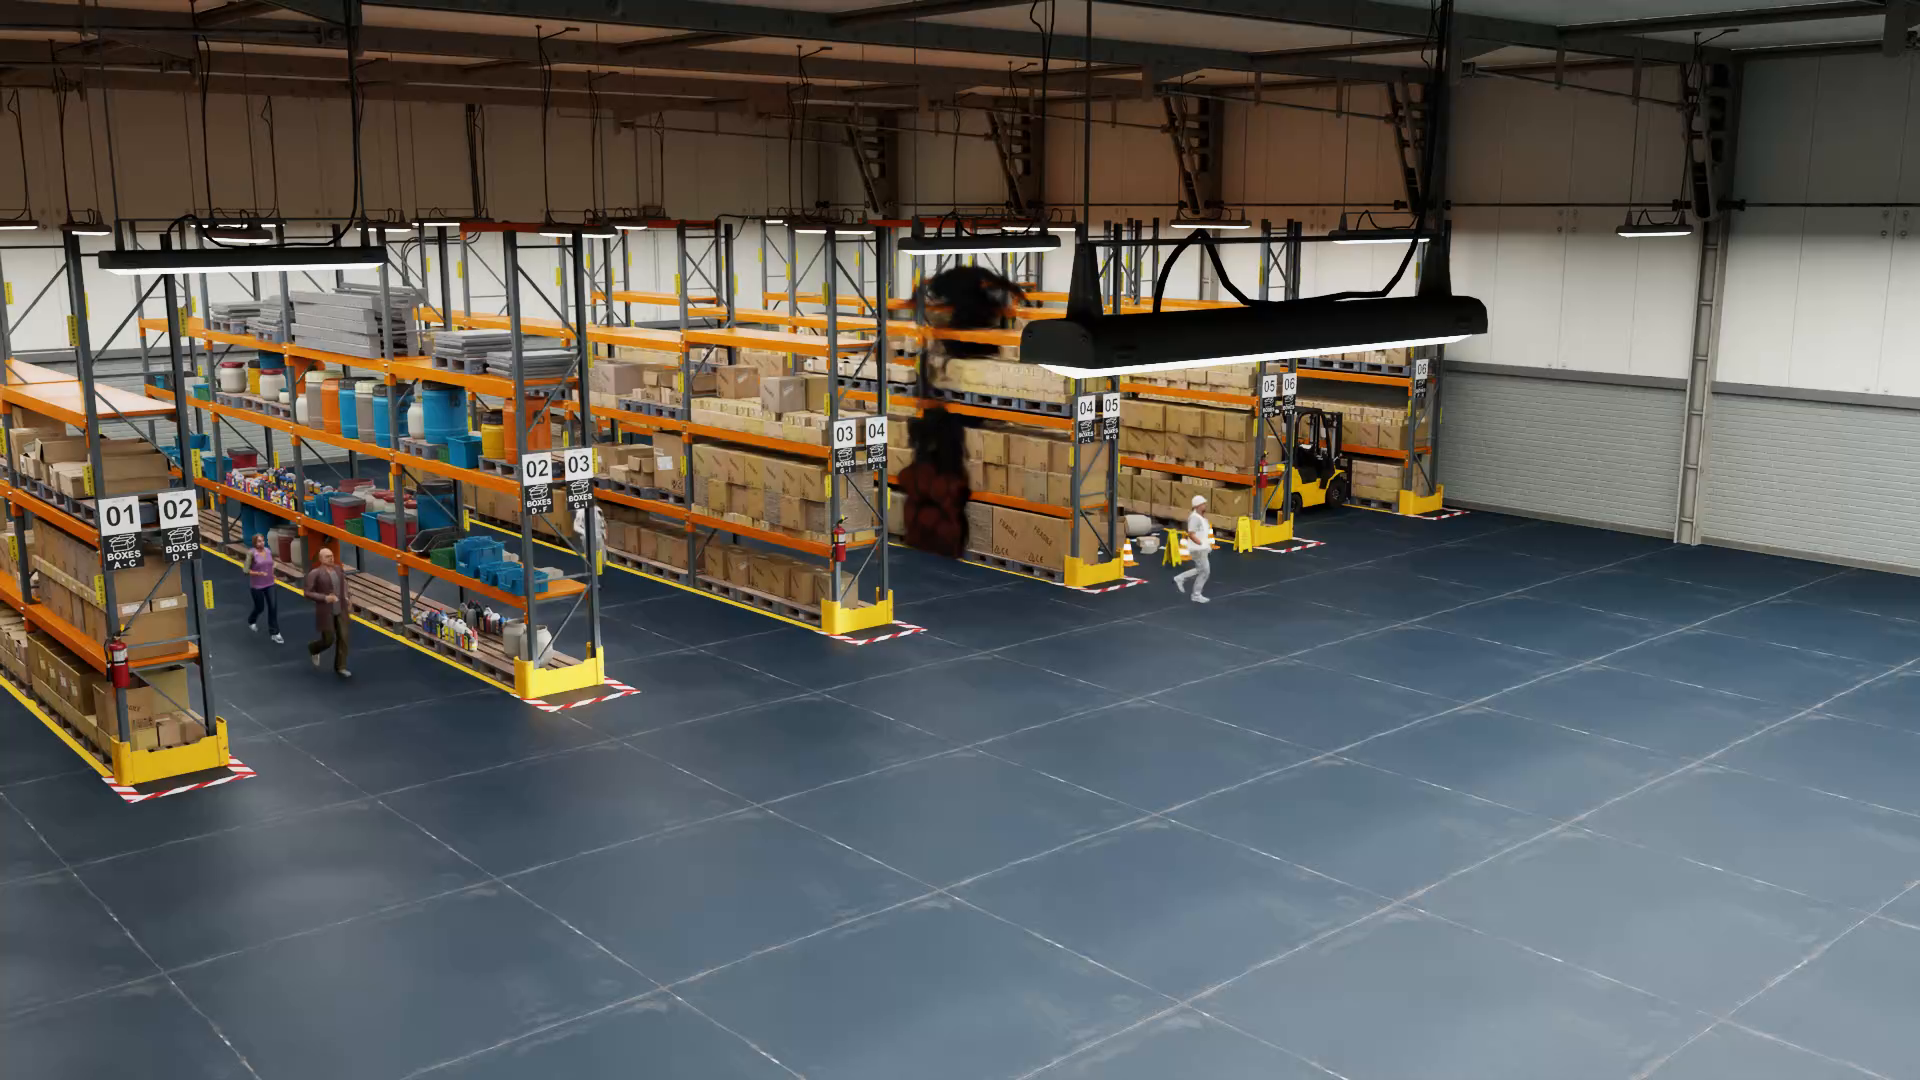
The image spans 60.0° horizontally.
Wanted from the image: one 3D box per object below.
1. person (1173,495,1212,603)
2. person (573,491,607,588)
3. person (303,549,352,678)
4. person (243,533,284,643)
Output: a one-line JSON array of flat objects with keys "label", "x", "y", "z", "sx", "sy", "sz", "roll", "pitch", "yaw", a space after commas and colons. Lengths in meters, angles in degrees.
[{"label": "person", "x": 3.764, "y": 0.132, "z": 26.845, "sx": 0.620, "sy": 1.735, "sz": 0.714, "roll": 2, "pitch": 12, "yaw": 11}, {"label": "person", "x": -6.133, "y": -0.015, "z": 27.767, "sx": 0.612, "sy": 1.648, "sz": 0.551, "roll": -10, "pitch": 15, "yaw": -40}, {"label": "person", "x": -8.589, "y": 0.970, "z": 22.616, "sx": 0.833, "sy": 1.746, "sz": 0.718, "roll": 8, "pitch": 14, "yaw": 34}, {"label": "person", "x": -10.207, "y": 0.681, "z": 24.336, "sx": 0.843, "sy": 1.586, "sz": 0.543, "roll": 10, "pitch": 15, "yaw": 39}]
